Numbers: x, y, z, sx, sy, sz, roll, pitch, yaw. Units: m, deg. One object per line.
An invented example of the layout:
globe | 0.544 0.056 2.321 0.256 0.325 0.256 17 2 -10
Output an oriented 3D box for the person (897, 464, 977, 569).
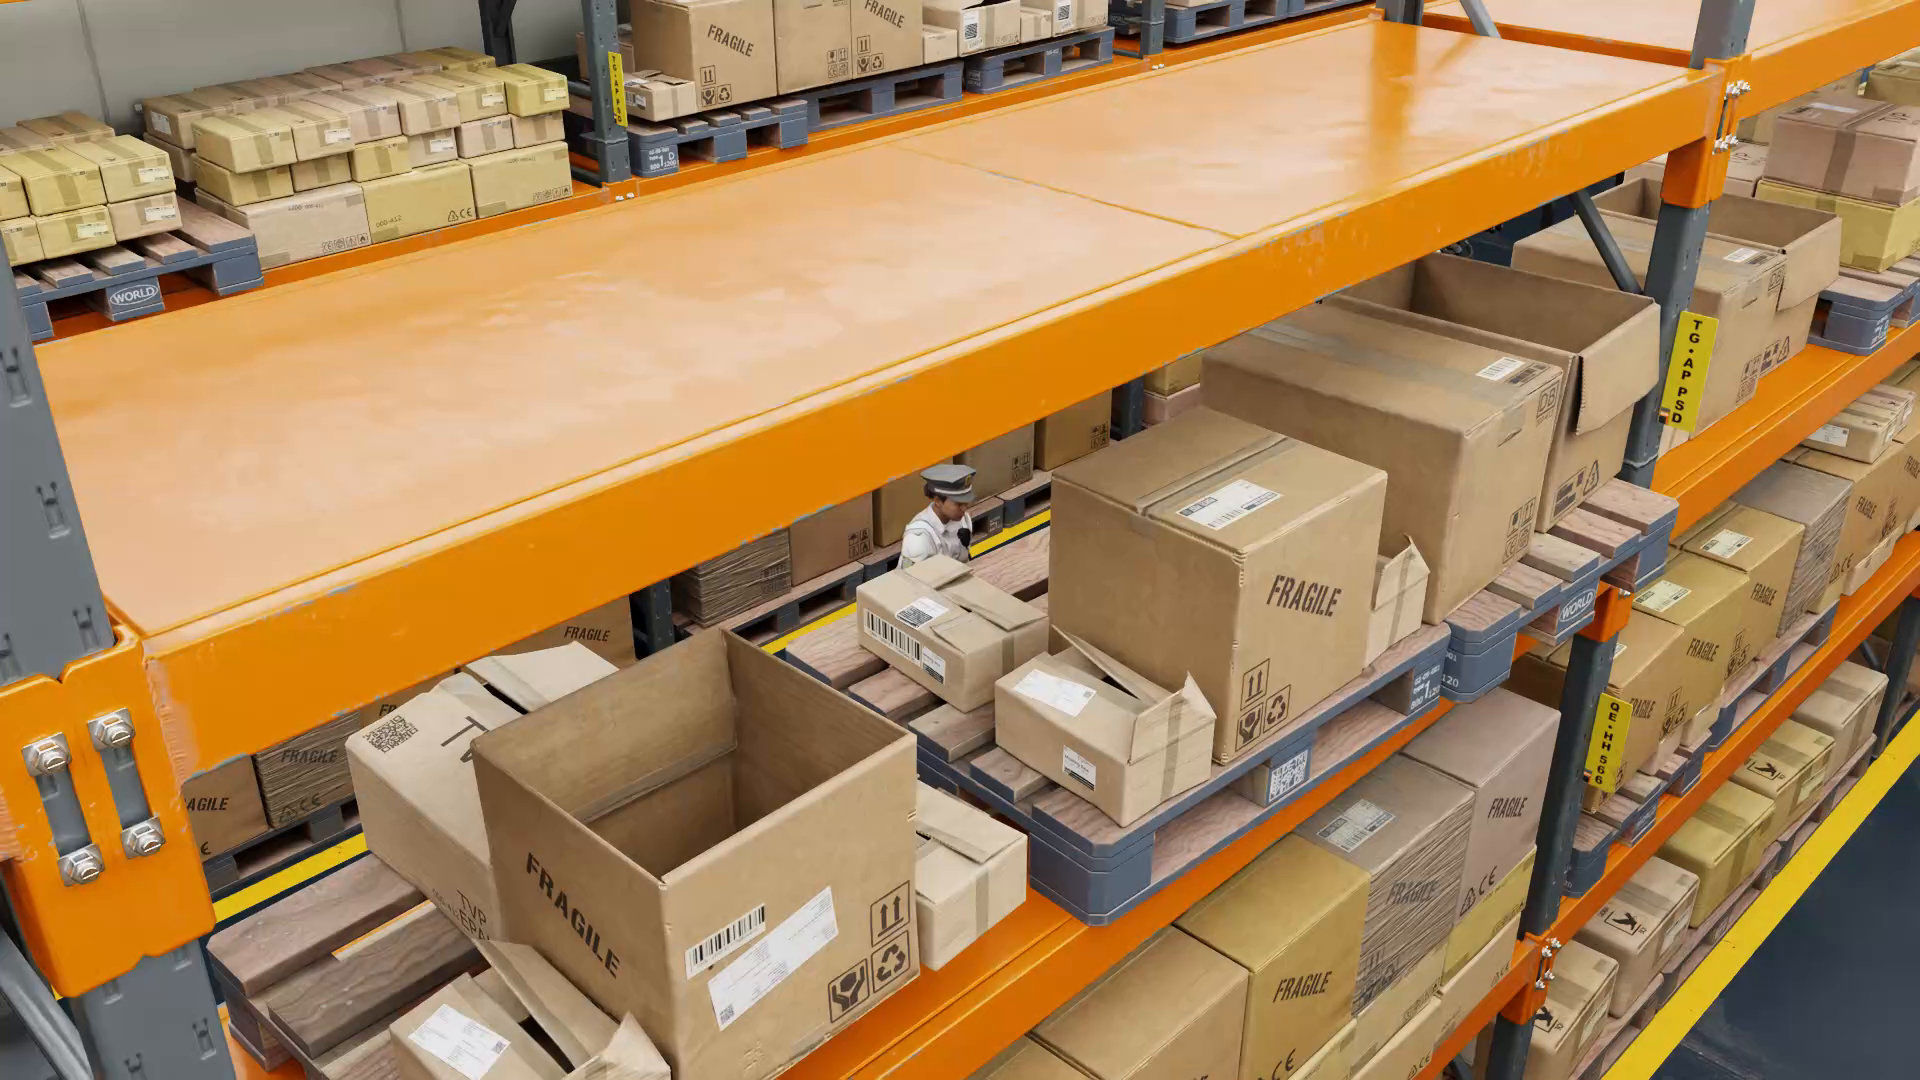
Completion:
person | -0.109 0.388 8.170 0.375 1.662 0.541 22 35 35
